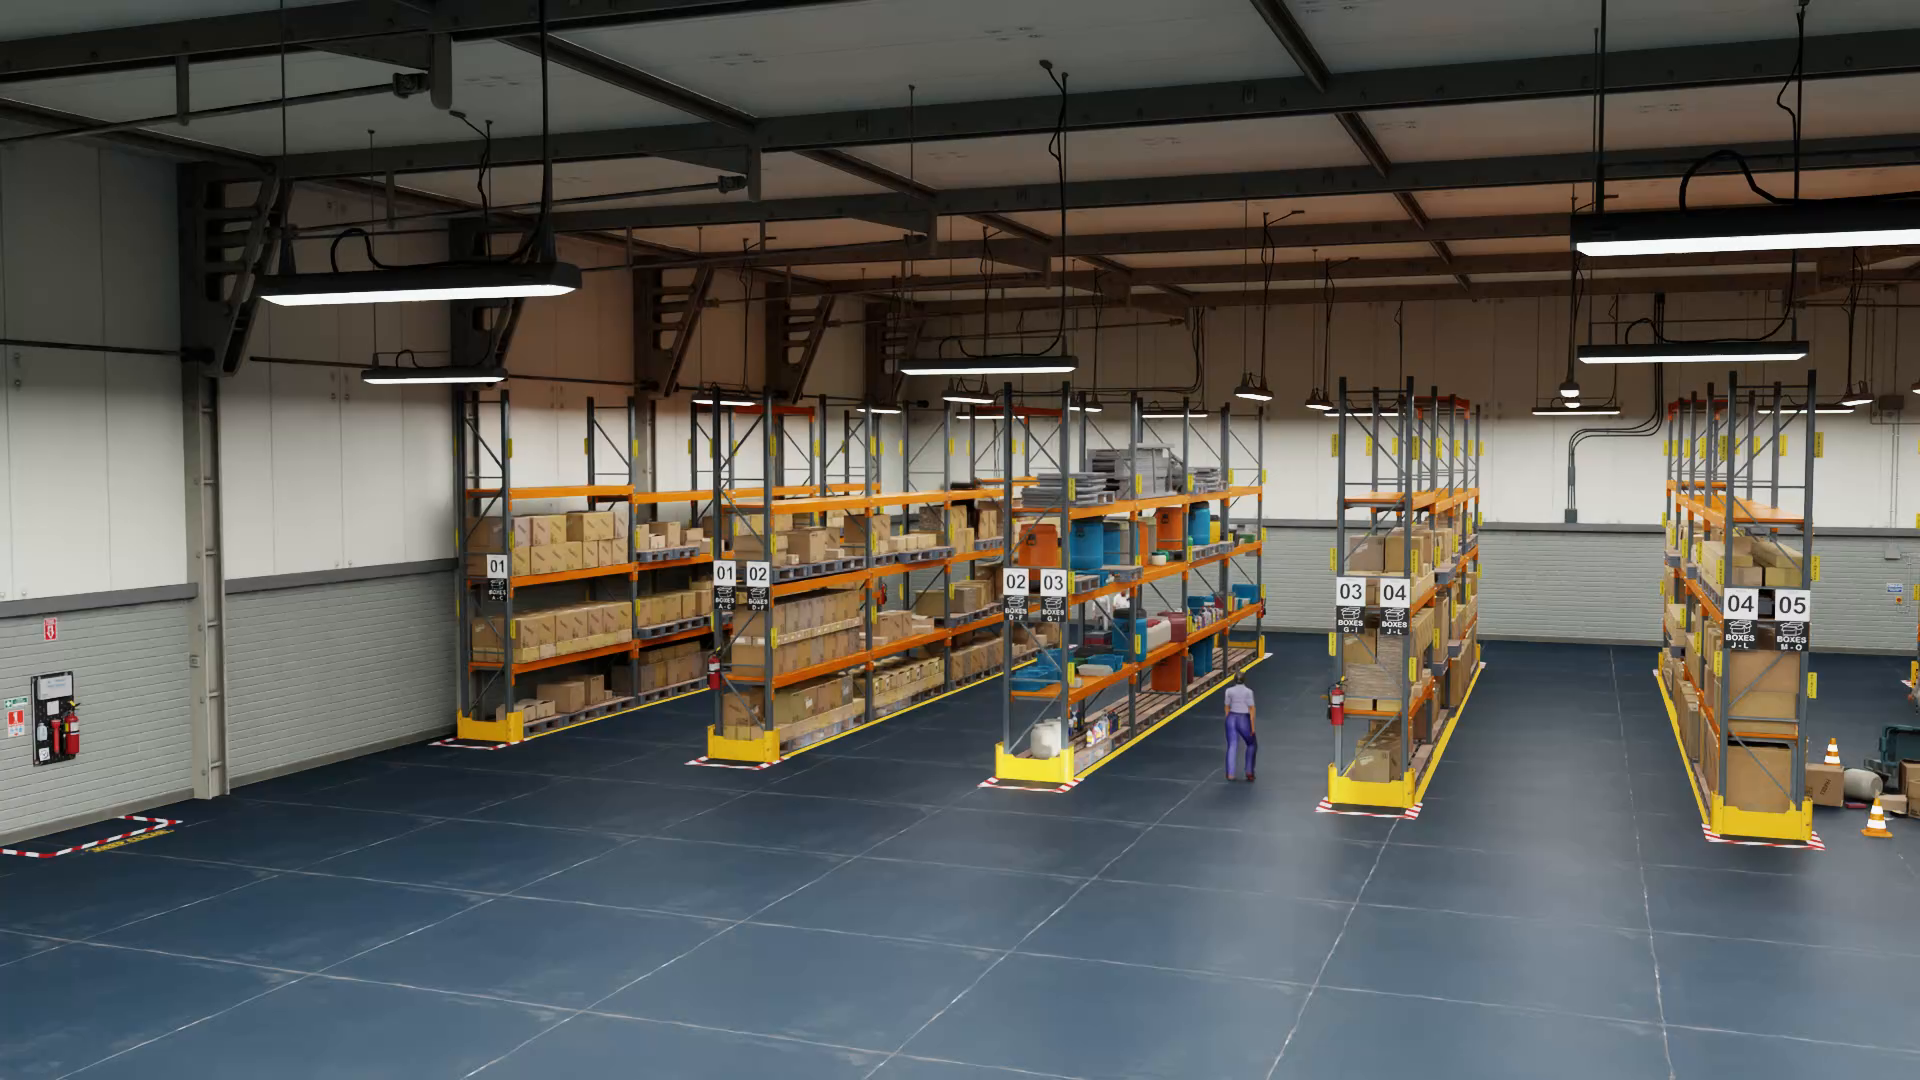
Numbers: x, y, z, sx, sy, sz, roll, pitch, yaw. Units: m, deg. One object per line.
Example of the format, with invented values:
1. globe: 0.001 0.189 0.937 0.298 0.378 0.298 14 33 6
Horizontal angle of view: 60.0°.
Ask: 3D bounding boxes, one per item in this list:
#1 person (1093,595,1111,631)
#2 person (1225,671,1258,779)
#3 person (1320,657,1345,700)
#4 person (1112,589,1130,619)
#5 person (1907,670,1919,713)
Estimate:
1. person: 3.572 1.911 42.097 0.486 1.531 0.876 0 3 -5
2. person: 4.244 2.827 25.106 0.514 1.721 0.548 2 4 38
3. person: 7.548 2.297 33.045 0.676 1.758 0.564 3 4 39
4. person: 3.987 1.930 40.773 0.506 1.673 0.425 -1 3 -11
5. person: 15.960 2.606 27.359 0.600 1.801 0.689 0 3 9
